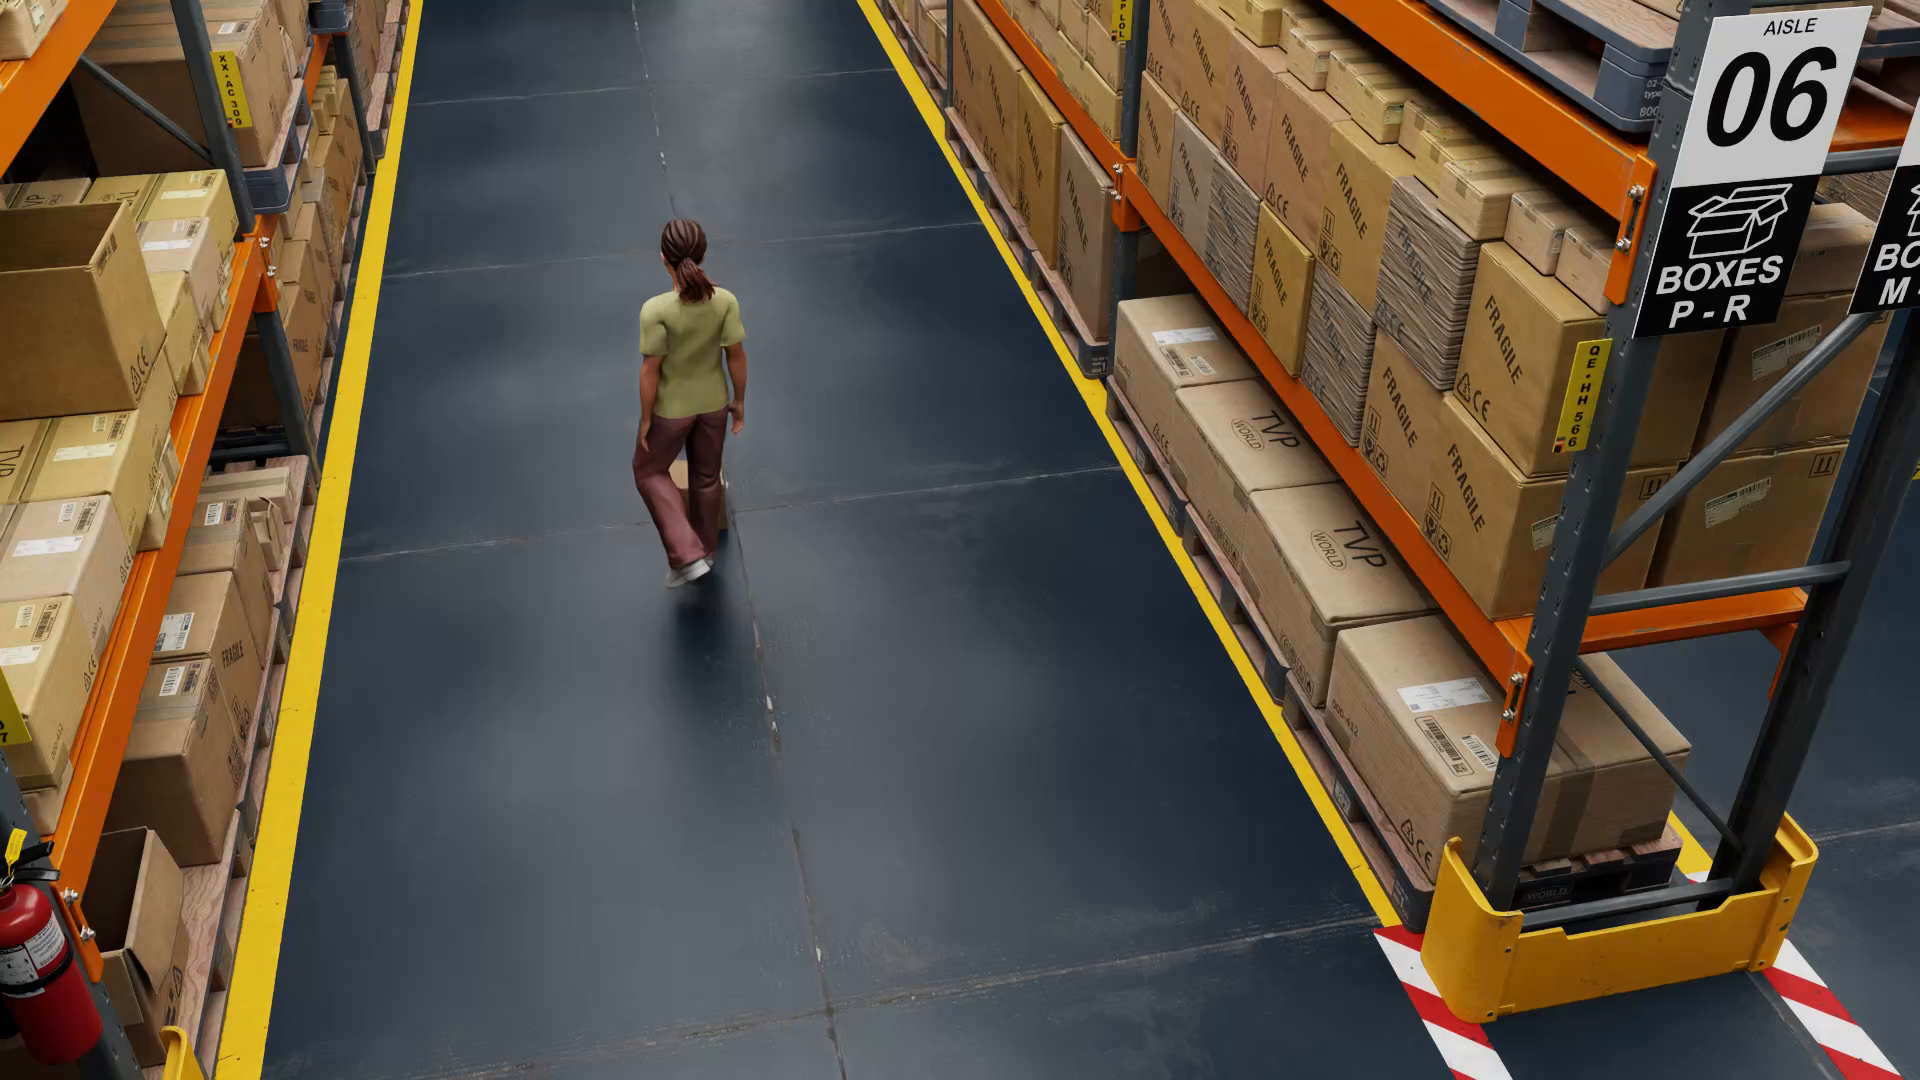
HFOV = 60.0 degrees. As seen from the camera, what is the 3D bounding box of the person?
[{"bbox_3d":[-1.134,-0.529,6.943,0.478,1.597,0.610,-17,38,-23],"label":"person"}]
